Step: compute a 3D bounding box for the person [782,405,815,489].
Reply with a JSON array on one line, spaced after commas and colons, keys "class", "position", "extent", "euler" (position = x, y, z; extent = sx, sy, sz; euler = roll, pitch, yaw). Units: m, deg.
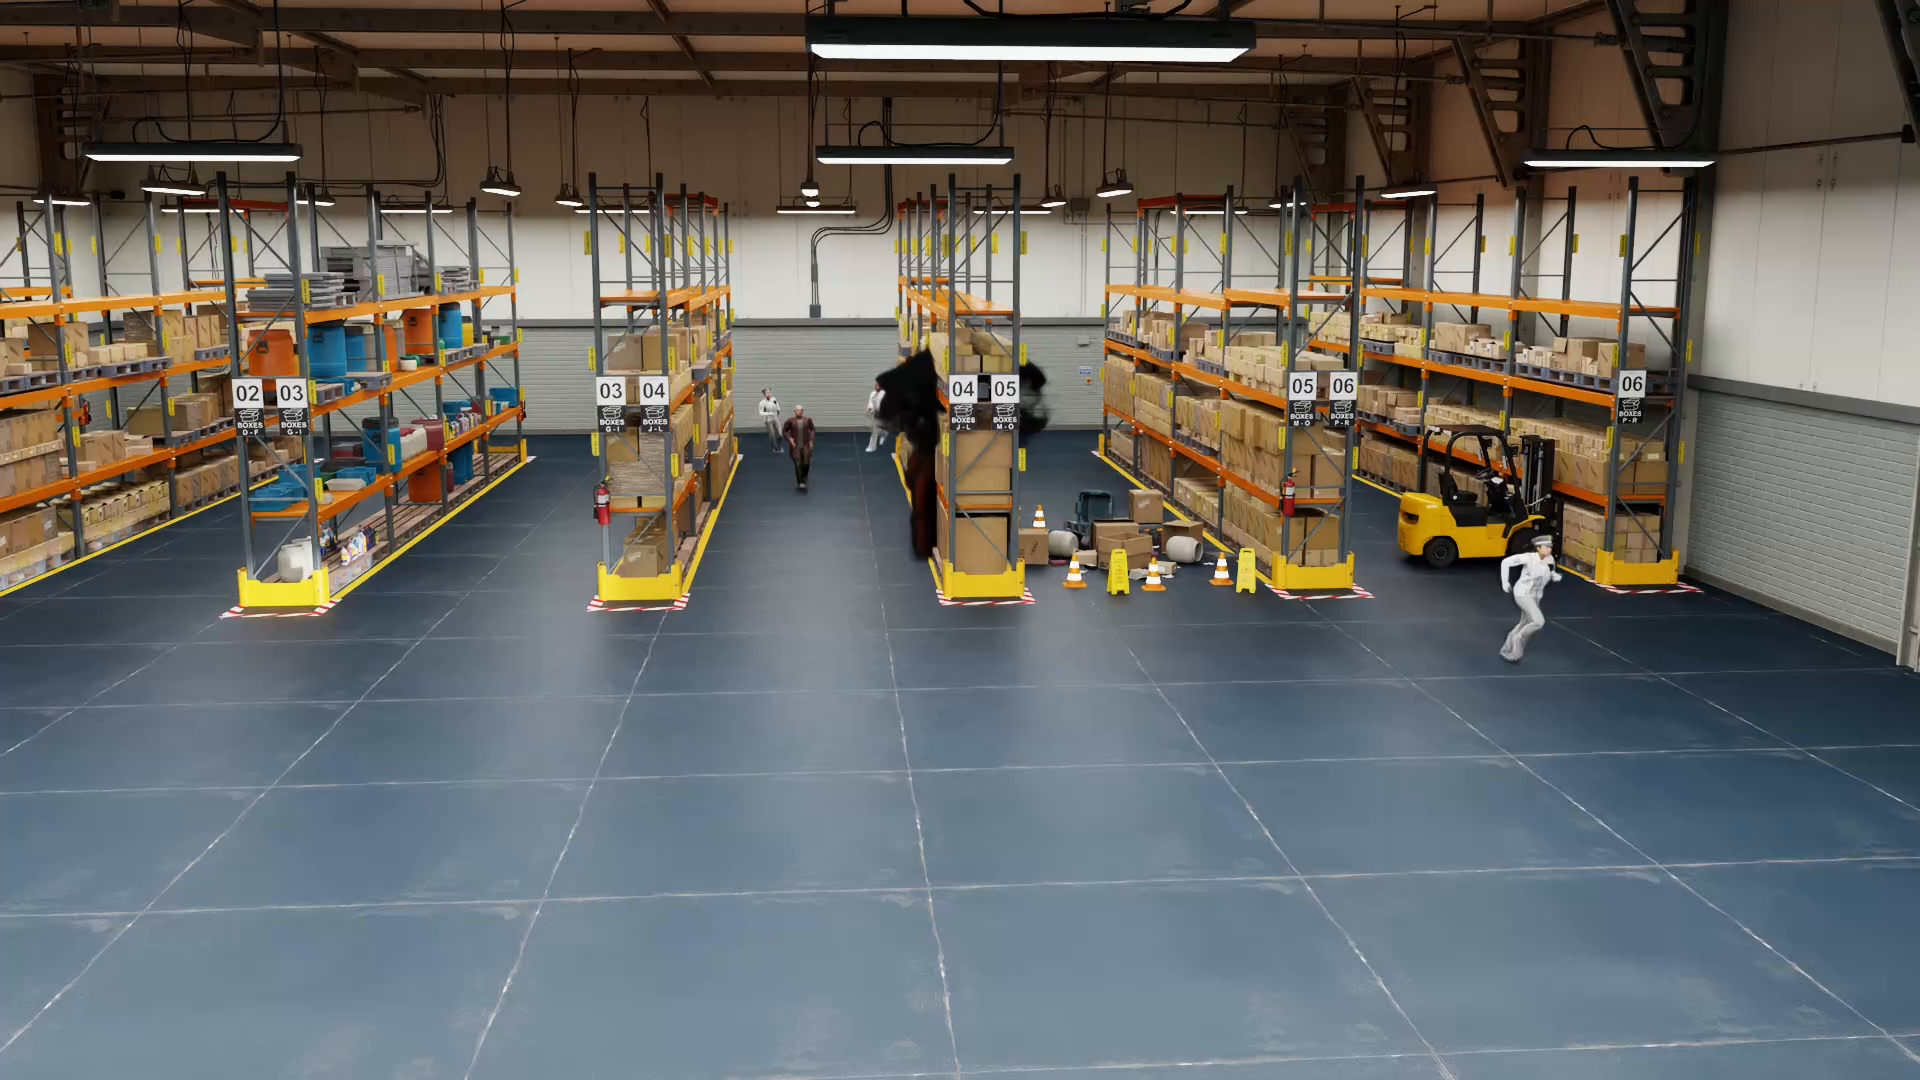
[{"class": "person", "position": [-3.349, -1.938, 34.661], "extent": [0.715, 1.740, 0.578], "euler": [-2, 10, -10]}]

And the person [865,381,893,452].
[{"class": "person", "position": [-1.973, -3.063, 41.131], "extent": [0.740, 1.757, 0.845], "euler": [7, 12, 35]}]

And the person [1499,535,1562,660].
[{"class": "person", "position": [6.862, 0.700, 20.020], "extent": [0.599, 1.609, 0.805], "euler": [-6, 12, -30]}]

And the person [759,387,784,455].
[{"class": "person", "position": [-4.589, -2.881, 40.318], "extent": [0.657, 1.669, 0.615], "euler": [-6, 11, -29]}]
